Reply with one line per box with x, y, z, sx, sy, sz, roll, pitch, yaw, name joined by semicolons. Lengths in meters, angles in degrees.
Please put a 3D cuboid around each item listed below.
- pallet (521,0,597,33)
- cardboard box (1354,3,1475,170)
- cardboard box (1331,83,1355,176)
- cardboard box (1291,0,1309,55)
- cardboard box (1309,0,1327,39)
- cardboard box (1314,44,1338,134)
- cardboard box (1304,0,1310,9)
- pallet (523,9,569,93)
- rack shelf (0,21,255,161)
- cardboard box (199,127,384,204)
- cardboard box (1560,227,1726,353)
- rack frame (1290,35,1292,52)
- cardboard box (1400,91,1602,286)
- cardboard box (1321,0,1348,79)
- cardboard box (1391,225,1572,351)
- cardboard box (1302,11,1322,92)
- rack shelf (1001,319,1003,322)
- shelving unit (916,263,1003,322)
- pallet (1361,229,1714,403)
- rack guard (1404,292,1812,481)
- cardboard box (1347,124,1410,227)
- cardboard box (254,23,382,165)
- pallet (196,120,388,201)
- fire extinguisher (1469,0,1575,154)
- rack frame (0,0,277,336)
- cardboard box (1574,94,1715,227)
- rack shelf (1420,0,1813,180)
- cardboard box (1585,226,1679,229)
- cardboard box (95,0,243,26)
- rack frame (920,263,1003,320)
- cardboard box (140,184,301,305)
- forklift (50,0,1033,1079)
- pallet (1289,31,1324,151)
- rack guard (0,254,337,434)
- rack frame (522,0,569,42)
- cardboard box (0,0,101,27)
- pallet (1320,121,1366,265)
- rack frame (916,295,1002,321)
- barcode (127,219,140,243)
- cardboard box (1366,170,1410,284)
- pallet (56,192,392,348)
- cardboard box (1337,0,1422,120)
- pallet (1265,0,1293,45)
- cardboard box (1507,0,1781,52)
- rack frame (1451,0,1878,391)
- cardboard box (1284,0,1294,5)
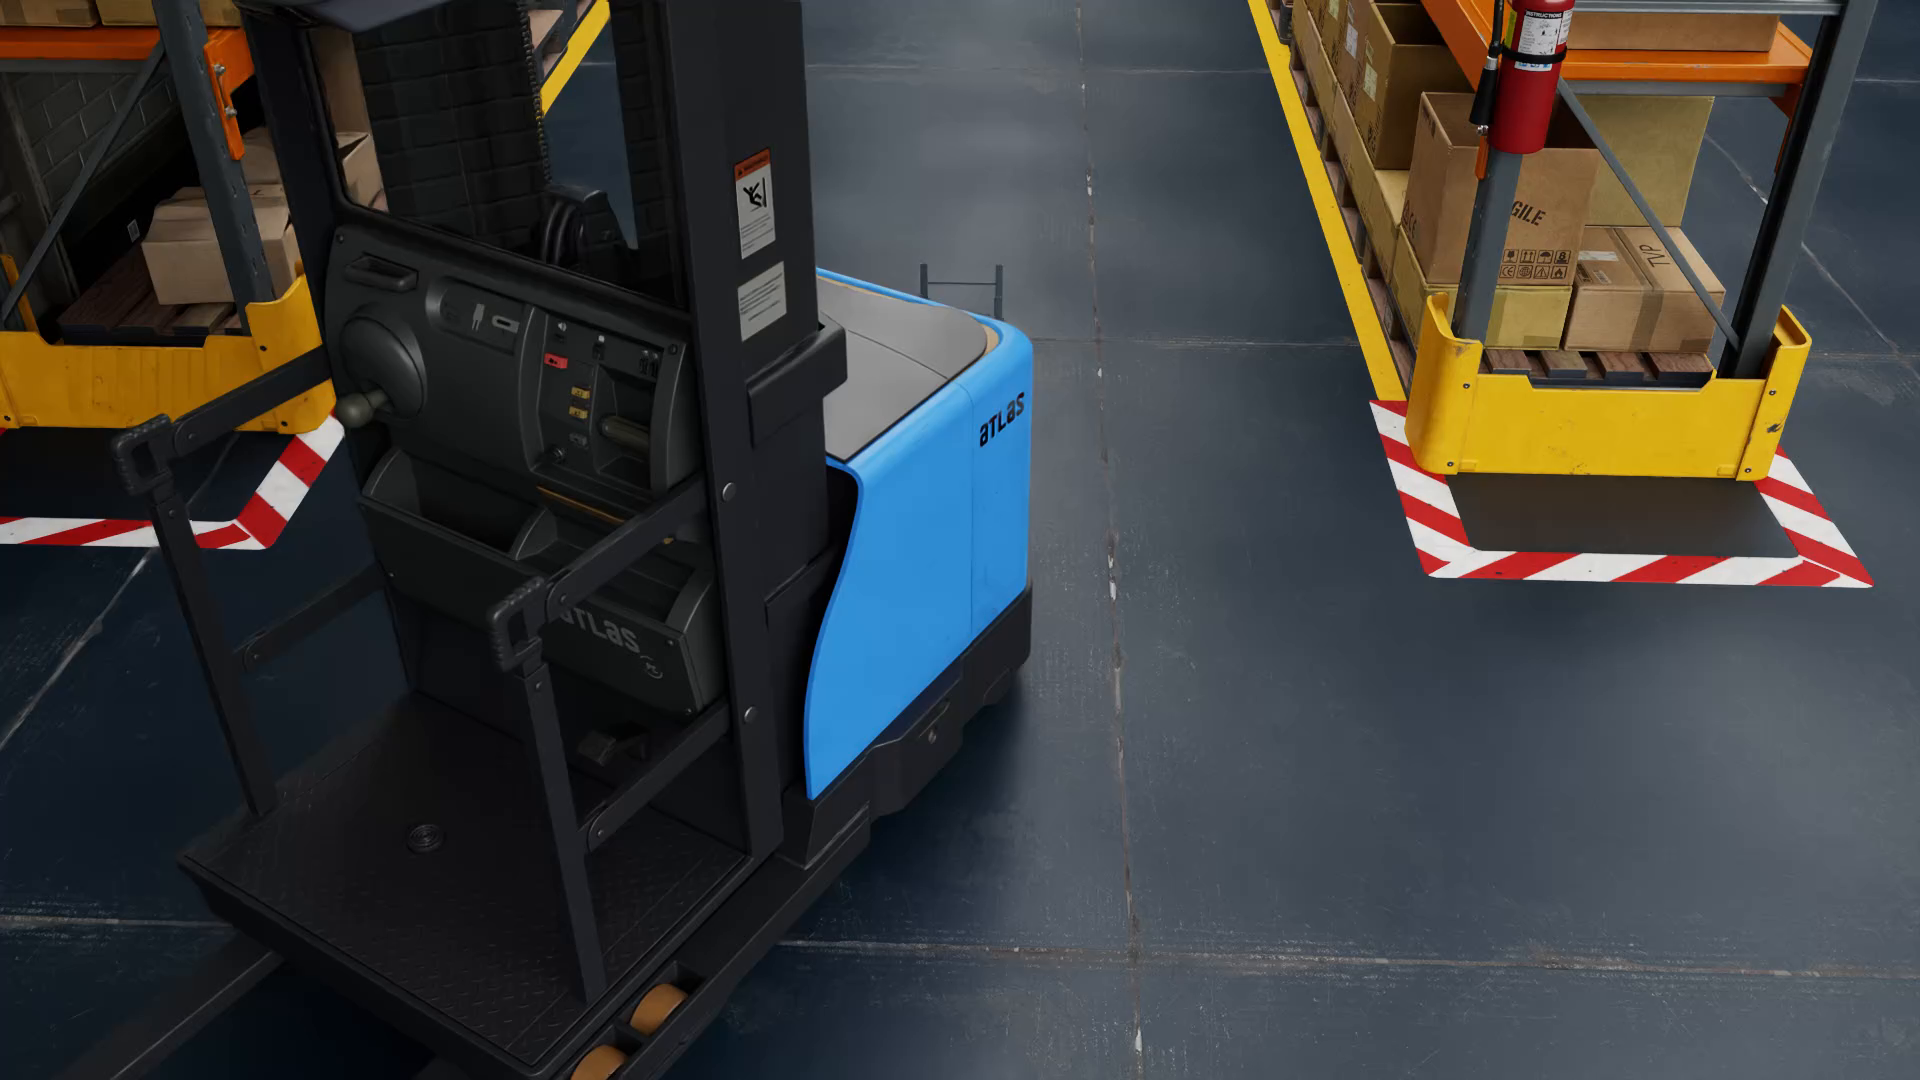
-2.630;-3.267;9.714;1.003;0.211;1.213;1;35;2;pallet
1.879;-1.793;6.567;0.500;0.500;0.500;1;35;2;cardboard box
1.904;-1.774;7.191;0.500;0.250;0.500;1;35;2;cardboard box
1.969;-2.635;8.417;0.500;0.250;0.500;1;35;2;cardboard box
1.947;-2.655;7.793;0.500;0.500;0.500;1;35;2;cardboard box
1.918;-2.061;7.600;0.500;0.250;0.500;1;35;2;cardboard box
1.959;-2.942;8.202;0.500;0.500;0.500;1;35;2;cardboard box
-2.651;-2.433;8.528;1.003;0.211;1.213;1;35;2;pallet
-2.740;-2.517;6.848;1.077;0.370;4.000;1;35;2;rack shelf
-2.679;-1.465;6.681;0.500;0.311;0.500;4;35;6;cardboard box
2.374;-0.899;5.947;0.500;0.250;0.500;1;35;2;cardboard box
2.290;-3.848;8.116;1.000;3.000;0.127;1;35;2;rack frame
1.854;-1.218;5.749;0.500;0.500;0.500;1;35;2;cardboard box
1.919;-2.368;7.384;0.500;0.500;0.500;1;35;2;cardboard box
1.856;-0.911;5.964;0.500;0.250;0.500;1;35;2;cardboard box
1.944;-2.348;8.008;0.500;0.250;0.500;1;35;2;cardboard box
0.000;-0.566;4.862;0.258;0.077;0.200;1;35;2;rack shelf
0.000;-0.373;4.998;0.258;0.900;0.210;1;35;2;shelving unit
2.119;-0.849;6.275;1.003;0.211;1.213;1;35;2;pallet
2.129;-0.513;5.545;1.175;0.500;0.348;1;35;2;rack guard
1.882;-1.486;6.782;0.500;0.250;0.500;1;35;2;cardboard box
-2.600;-1.963;7.225;0.700;0.500;0.500;-1;35;-1;cardboard box
-2.697;-1.730;7.528;1.003;0.211;1.213;1;35;2;pallet
1.661;-1.461;4.787;0.296;0.674;0.183;1;35;2;fire extinguisher
-2.820;-1.662;5.006;1.000;3.000;0.127;1;35;2;rack frame
2.392;-1.494;6.140;0.500;0.500;0.500;1;35;2;cardboard box
2.210;-2.404;6.688;1.077;0.370;4.000;1;35;2;rack shelf
2.390;-1.187;6.356;0.500;0.250;0.500;1;35;2;cardboard box
-2.483;-1.882;5.432;0.500;0.250;0.500;0;35;1;cardboard box
0.004;-0.431;5.081;0.240;0.900;0.006;1;35;2;rack frame
-2.702;-1.137;6.215;0.500;0.311;0.500;-2;35;-3;cardboard box
-1.015;-0.278;3.096;1.130;2.935;3.031;20;40;26;forklift
2.217;-2.251;8.269;1.003;0.211;1.213;1;35;2;pallet
-2.817;-0.683;5.787;1.175;0.500;0.348;1;35;2;rack guard
-2.659;-3.960;8.276;1.000;3.000;0.127;1;35;2;rack frame
-2.995;-1.882;5.432;0.500;0.250;0.500;2;35;3;cardboard box
2.170;-1.548;7.269;1.003;0.211;1.213;1;35;2;pallet
-0.004;-0.314;4.915;0.240;0.900;0.006;1;35;2;rack frame
-3.101;-1.161;6.241;0.001;0.075;0.075;1;35;2;barcode
1.864;-1.199;6.373;0.500;0.250;0.500;1;35;2;cardboard box
-2.749;-1.031;6.533;1.003;0.211;1.213;1;35;2;pallet
1.901;-2.080;6.975;0.500;0.500;0.500;1;35;2;cardboard box
2.281;-3.131;9.522;1.003;0.211;1.213;1;35;2;pallet
2.161;-1.859;5.199;0.700;0.500;0.500;1;35;2;cardboard box
2.130;-1.550;4.846;1.000;3.000;0.127;1;35;2;rack frame
2.017;-3.140;9.135;0.500;0.250;0.500;1;35;1;cardboard box
